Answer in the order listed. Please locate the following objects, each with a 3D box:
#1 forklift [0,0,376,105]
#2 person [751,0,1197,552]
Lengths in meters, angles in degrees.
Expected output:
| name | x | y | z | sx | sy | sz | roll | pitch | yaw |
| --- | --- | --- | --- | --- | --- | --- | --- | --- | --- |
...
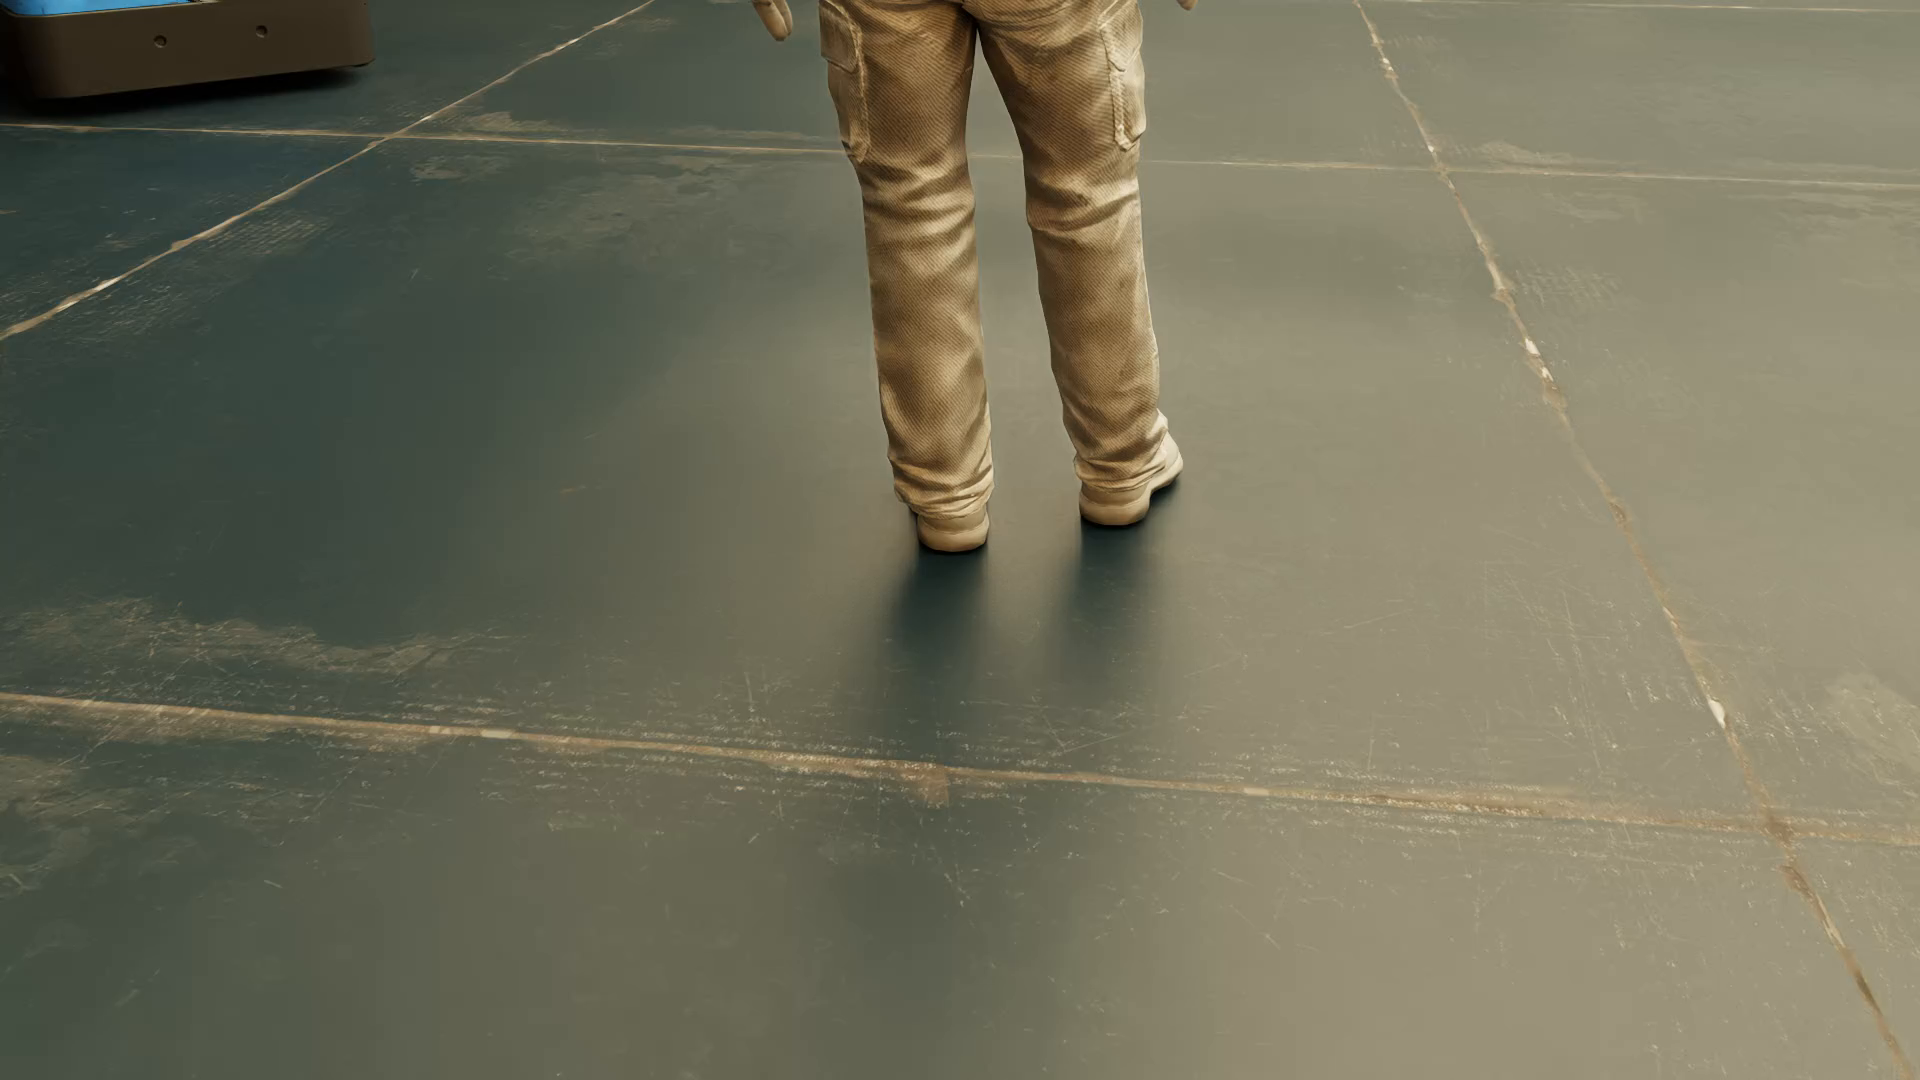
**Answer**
| name | x | y | z | sx | sy | sz | roll | pitch | yaw |
| --- | --- | --- | --- | --- | --- | --- | --- | --- | --- |
| forklift | -3.232 | -3.233 | 5.698 | 1.130 | 2.935 | 3.031 | -18 | 32 | -32 |
| person | 0.019 | -0.836 | 2.161 | 0.656 | 1.782 | 0.577 | 3 | 27 | 7 |
